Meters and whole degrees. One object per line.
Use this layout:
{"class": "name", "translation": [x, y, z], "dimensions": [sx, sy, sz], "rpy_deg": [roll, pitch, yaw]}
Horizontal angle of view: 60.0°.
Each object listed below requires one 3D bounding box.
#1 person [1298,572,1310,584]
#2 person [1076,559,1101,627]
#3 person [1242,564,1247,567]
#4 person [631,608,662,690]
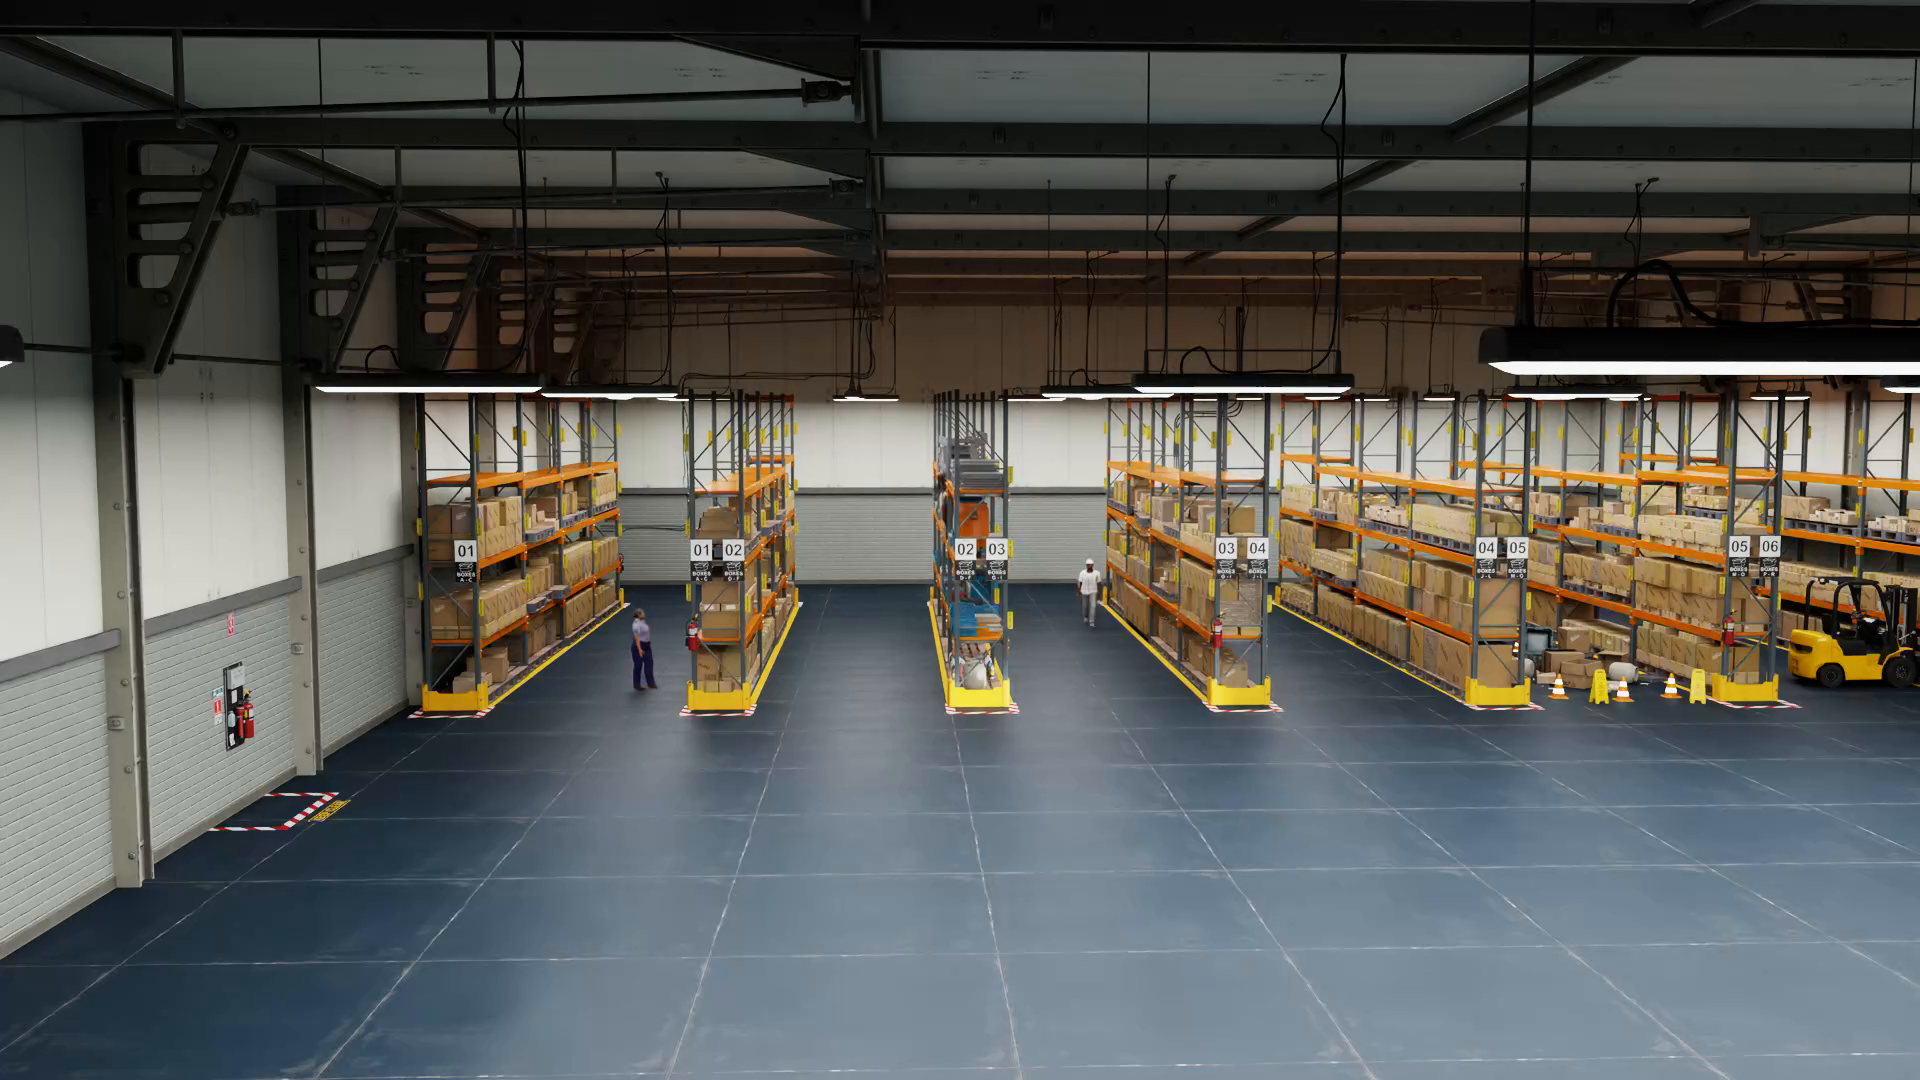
{"class": "person", "translation": [10.627, 0.695, 51.018], "dimensions": [0.550, 1.708, 0.546], "rpy_deg": [5, 6, 44]}
{"class": "person", "translation": [3.328, 1.362, 42.909], "dimensions": [0.645, 1.730, 0.986], "rpy_deg": [0, 5, 4]}
{"class": "person", "translation": [8.008, 0.954, 47.834], "dimensions": [0.556, 1.733, 1.016], "rpy_deg": [2, 5, 26]}
{"class": "person", "translation": [-6.326, 2.242, 33.401], "dimensions": [0.519, 1.588, 0.527], "rpy_deg": [2, 5, 22]}
